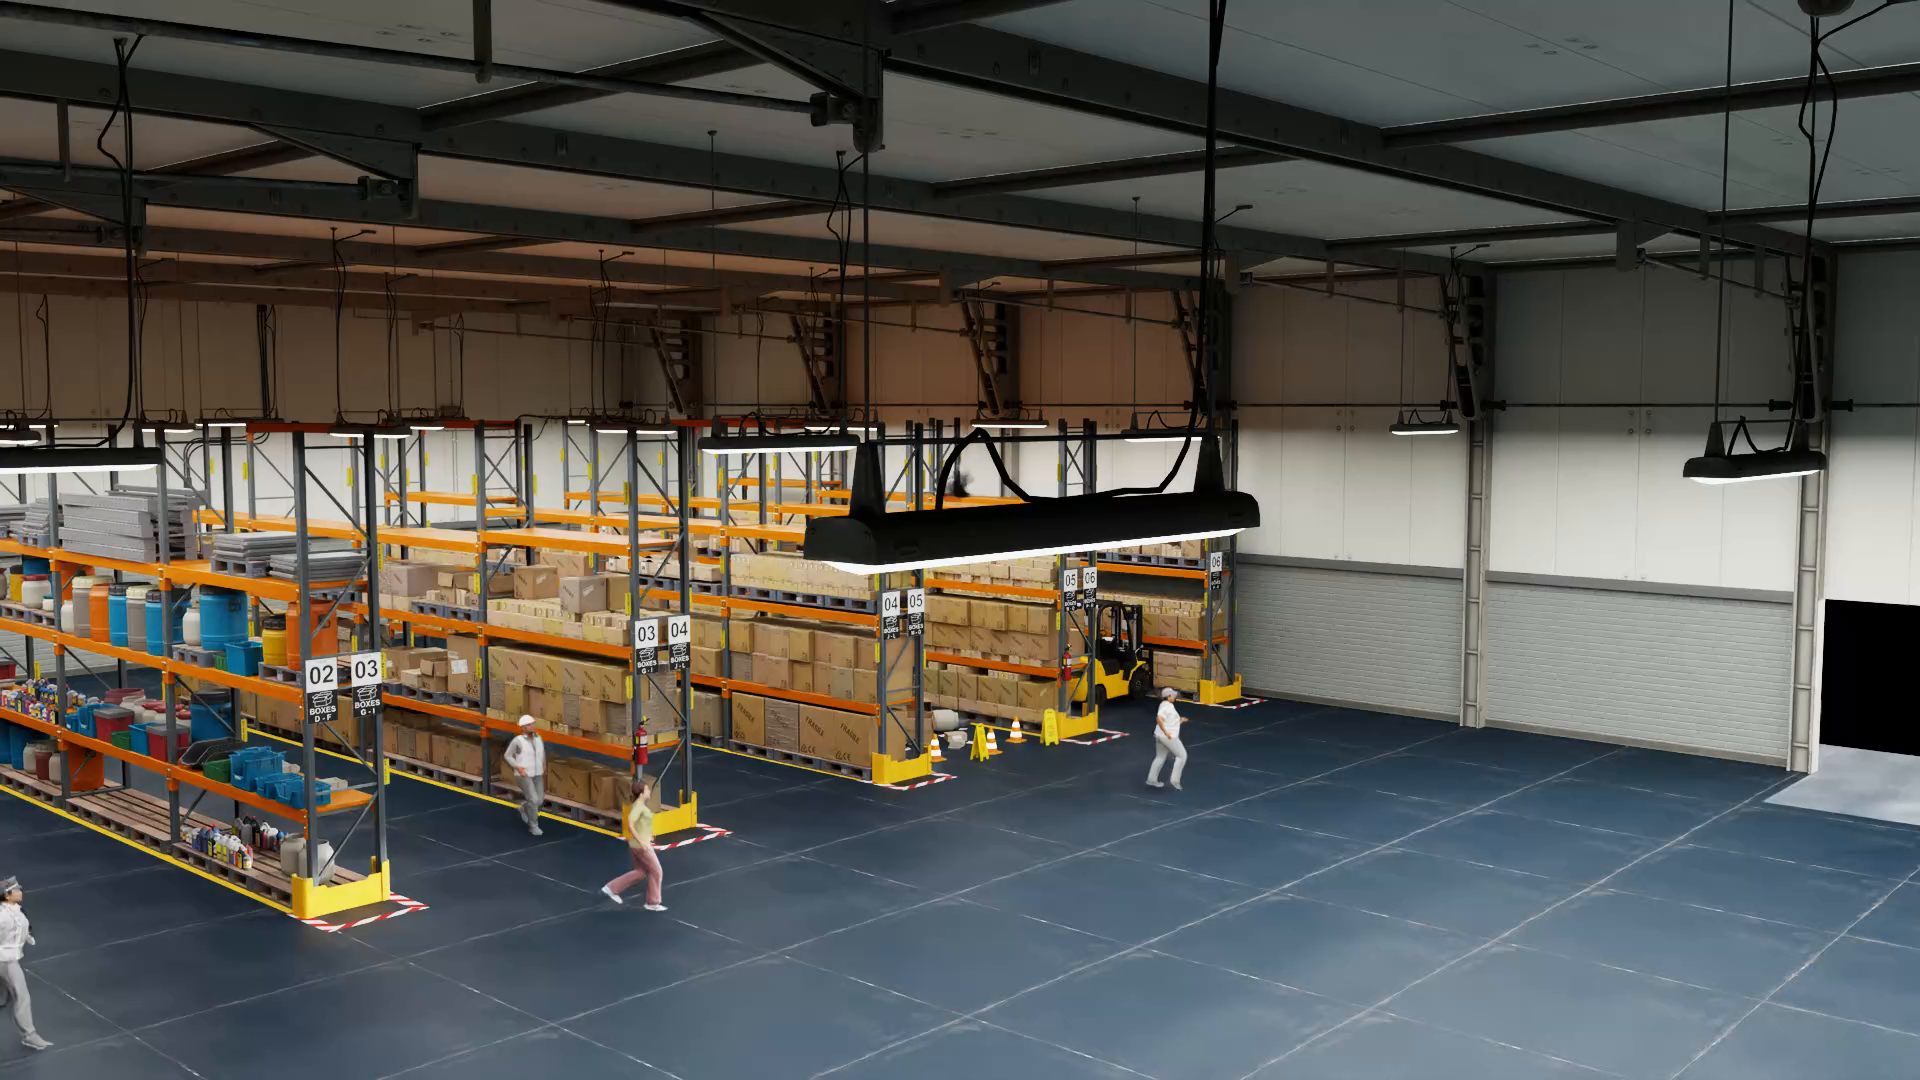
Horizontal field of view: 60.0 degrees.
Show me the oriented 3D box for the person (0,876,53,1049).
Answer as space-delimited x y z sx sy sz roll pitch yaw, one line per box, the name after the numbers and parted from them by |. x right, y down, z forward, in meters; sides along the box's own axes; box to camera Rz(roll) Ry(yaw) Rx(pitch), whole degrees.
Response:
-9.437 4.169 16.392 0.878 1.706 0.639 -2 5 -19 | person

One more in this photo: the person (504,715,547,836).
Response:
-6.403 3.455 24.576 0.687 1.753 0.670 4 6 40 | person

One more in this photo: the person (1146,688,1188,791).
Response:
3.407 3.284 27.286 0.685 1.710 0.589 -1 5 -13 | person

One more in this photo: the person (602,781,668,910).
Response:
-4.052 3.842 20.718 0.814 1.687 0.597 -2 5 -18 | person
